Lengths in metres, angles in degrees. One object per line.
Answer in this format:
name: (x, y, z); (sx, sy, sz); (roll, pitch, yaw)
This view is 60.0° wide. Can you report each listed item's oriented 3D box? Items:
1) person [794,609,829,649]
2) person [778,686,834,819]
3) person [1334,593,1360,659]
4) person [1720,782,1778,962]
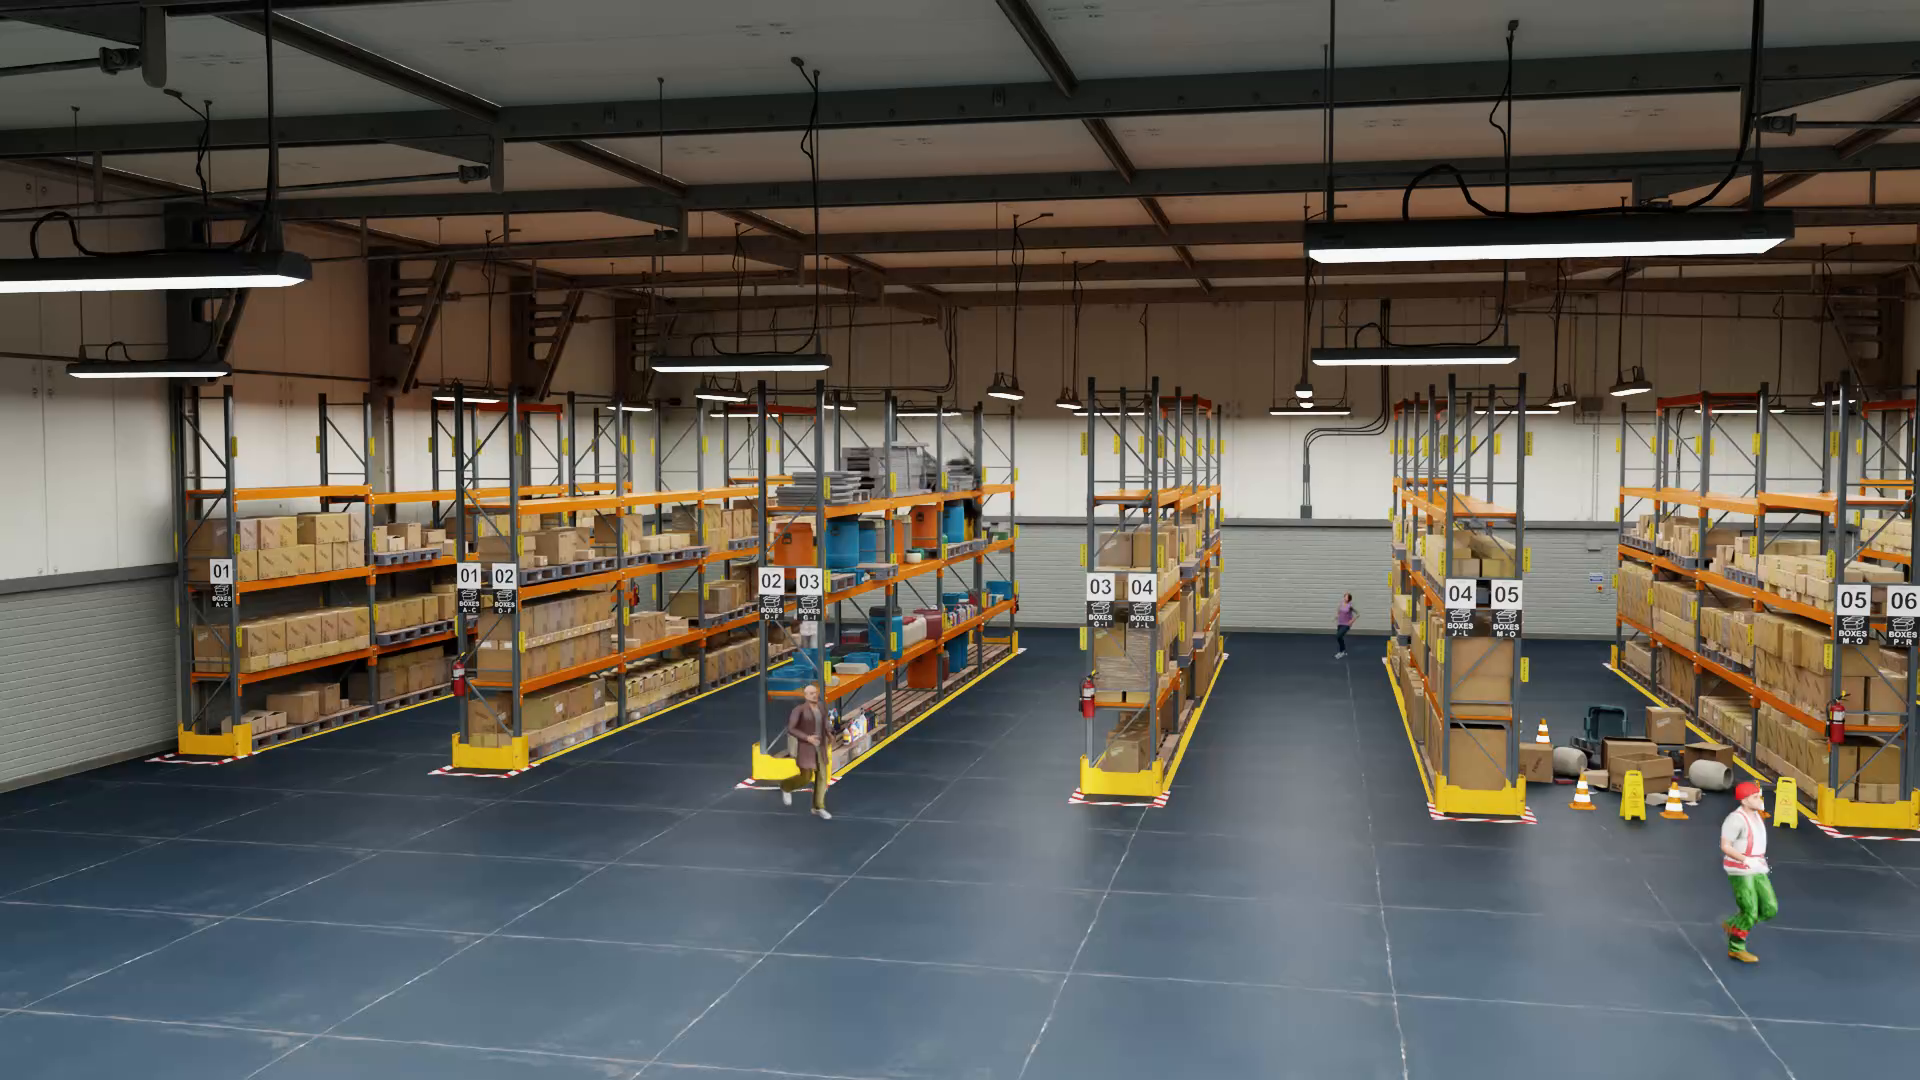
person: (-3.032, 1.971, 33.704); (0.687, 1.880, 0.705); (0, 3, 3)
person: (-2.061, 2.863, 22.686); (0.718, 1.781, 0.933); (-3, 4, -43)
person: (9.109, 2.028, 39.290); (0.544, 1.583, 0.622); (-2, 4, -35)
person: (7.636, 3.220, 16.145); (0.661, 1.745, 0.586); (-2, 4, -36)
